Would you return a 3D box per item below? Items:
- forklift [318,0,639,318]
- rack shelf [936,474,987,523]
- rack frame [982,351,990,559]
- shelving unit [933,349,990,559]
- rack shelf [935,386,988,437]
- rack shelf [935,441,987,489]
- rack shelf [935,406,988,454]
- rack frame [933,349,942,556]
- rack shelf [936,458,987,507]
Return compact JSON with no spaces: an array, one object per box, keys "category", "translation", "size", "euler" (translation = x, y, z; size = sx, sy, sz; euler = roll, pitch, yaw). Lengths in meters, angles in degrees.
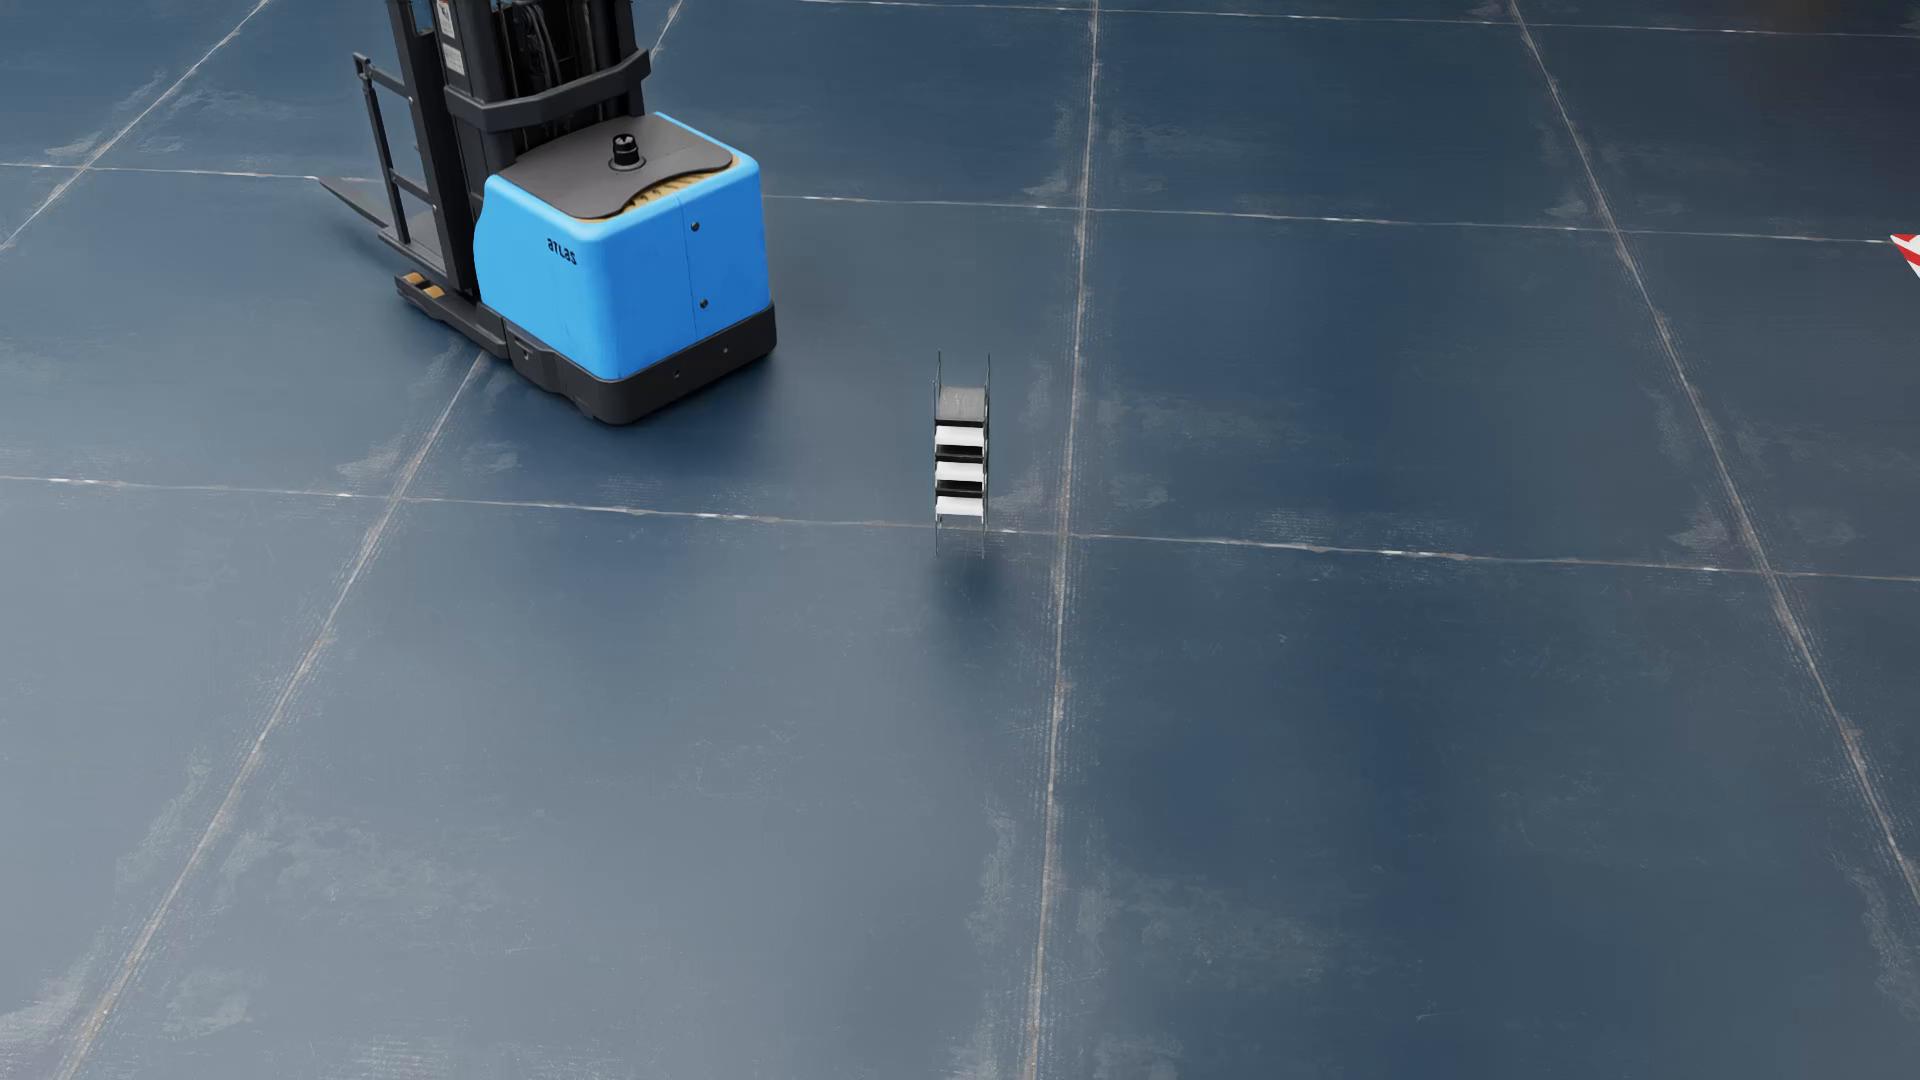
[{"category":"forklift","translation":[-2.356,-2.497,8.047],"size":[2.937,2.867,1.118],"euler":[32,49,33]},{"category":"rack shelf","translation":[0.008,-0.183,7.100],"size":[0.200,0.077,0.258],"euler":[3,39,4]},{"category":"rack frame","translation":[0.109,-0.343,6.959],"size":[0.006,0.900,0.240],"euler":[3,39,4]},{"category":"shelving unit","translation":[0.008,-0.349,6.965],"size":[0.210,0.900,0.258],"euler":[3,39,4]},{"category":"rack shelf","translation":[0.008,-0.532,6.816],"size":[0.200,0.077,0.258],"euler":[3,39,4]},{"category":"rack shelf","translation":[0.008,-0.323,6.986],"size":[0.200,0.077,0.258],"euler":[3,39,4]},{"category":"rack shelf","translation":[0.008,-0.462,6.873],"size":[0.200,0.077,0.258],"euler":[3,39,4]},{"category":"rack frame","translation":[-0.093,-0.354,6.972],"size":[0.006,0.900,0.240],"euler":[3,39,4]},{"category":"rack shelf","translation":[0.008,-0.253,7.043],"size":[0.200,0.077,0.258],"euler":[3,39,4]}]
